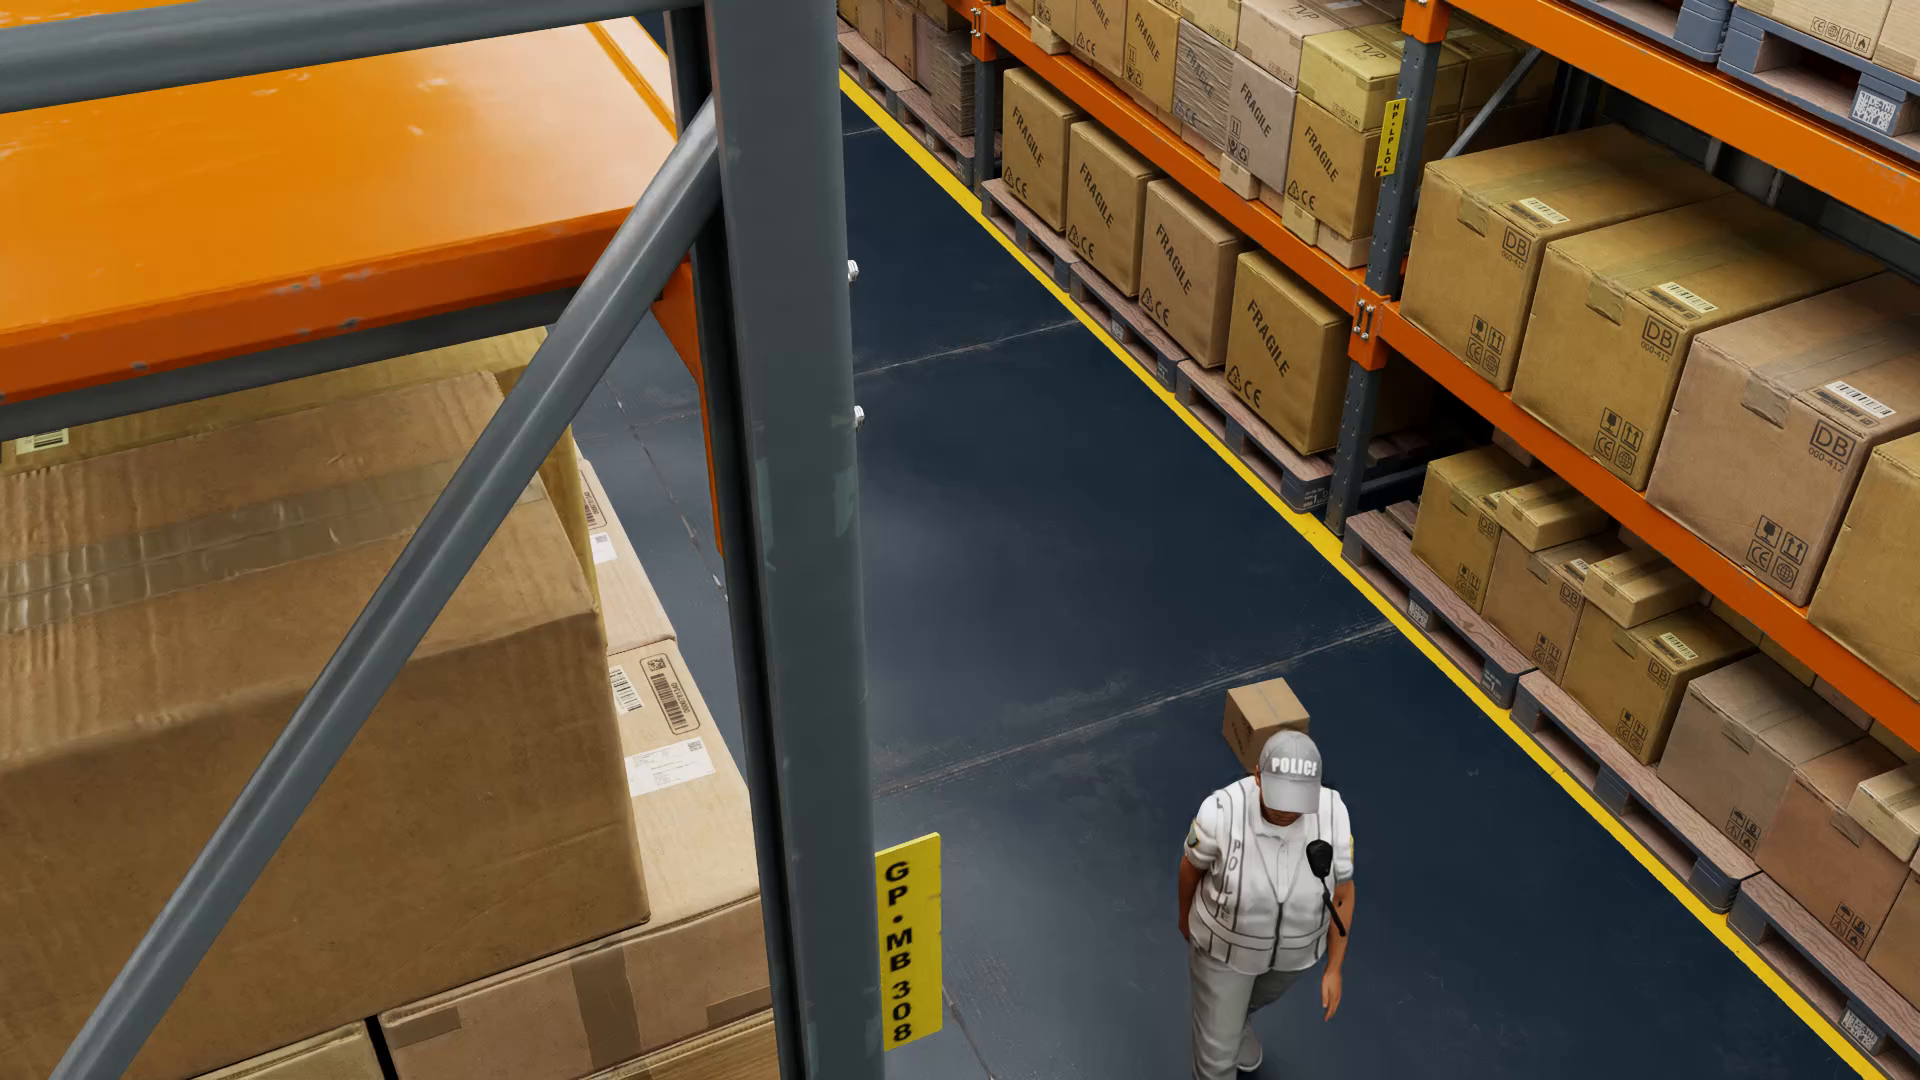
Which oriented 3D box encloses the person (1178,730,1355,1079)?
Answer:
[{"bbox_3d":[0.919,1.255,5.017,0.495,1.670,0.833,-3,38,-4],"label":"person"}]
